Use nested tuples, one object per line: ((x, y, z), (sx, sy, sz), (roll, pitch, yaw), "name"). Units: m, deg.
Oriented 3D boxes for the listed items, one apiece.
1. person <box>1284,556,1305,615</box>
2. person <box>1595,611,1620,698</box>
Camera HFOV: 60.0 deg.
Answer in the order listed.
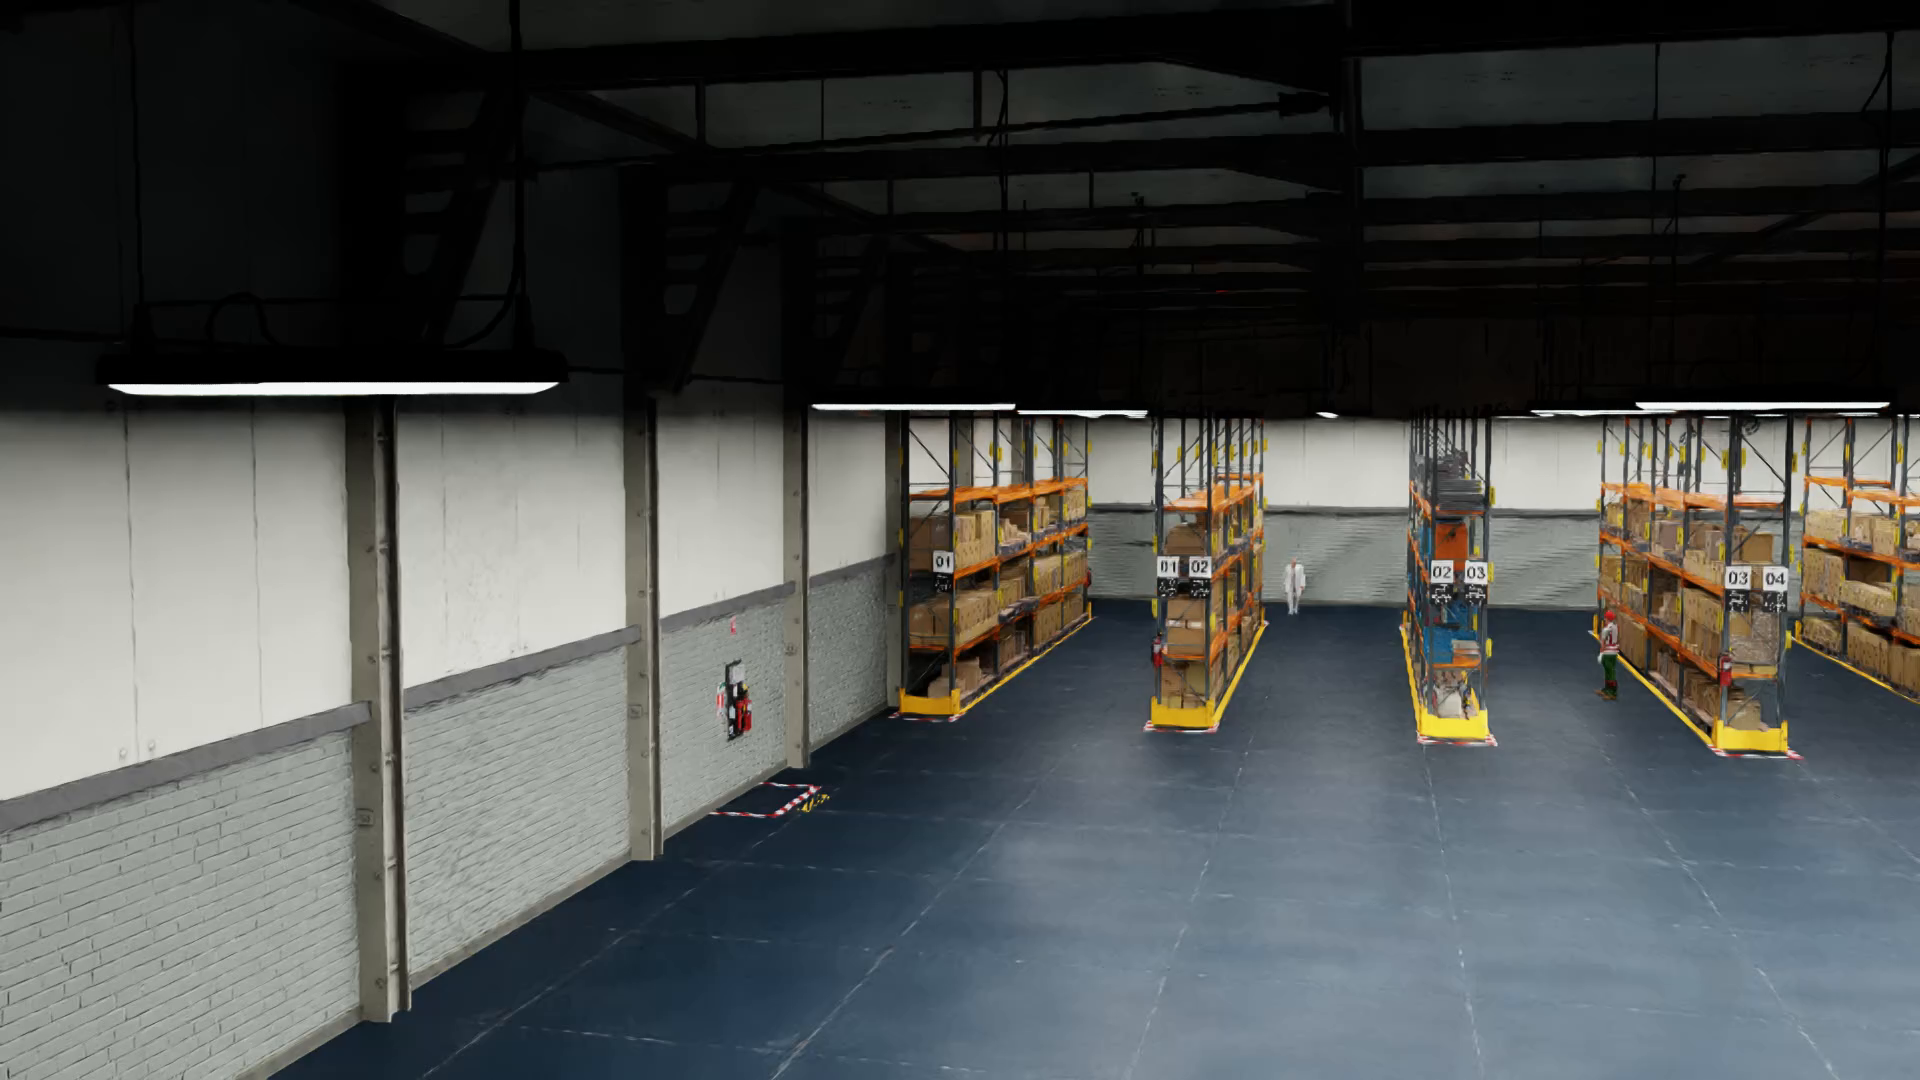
((9.864, 1.340, 49.052), (0.604, 1.725, 1.110), (1, 4, 13), "person")
((13.389, 2.348, 34.392), (0.655, 1.785, 0.577), (-4, 6, -44), "person")
